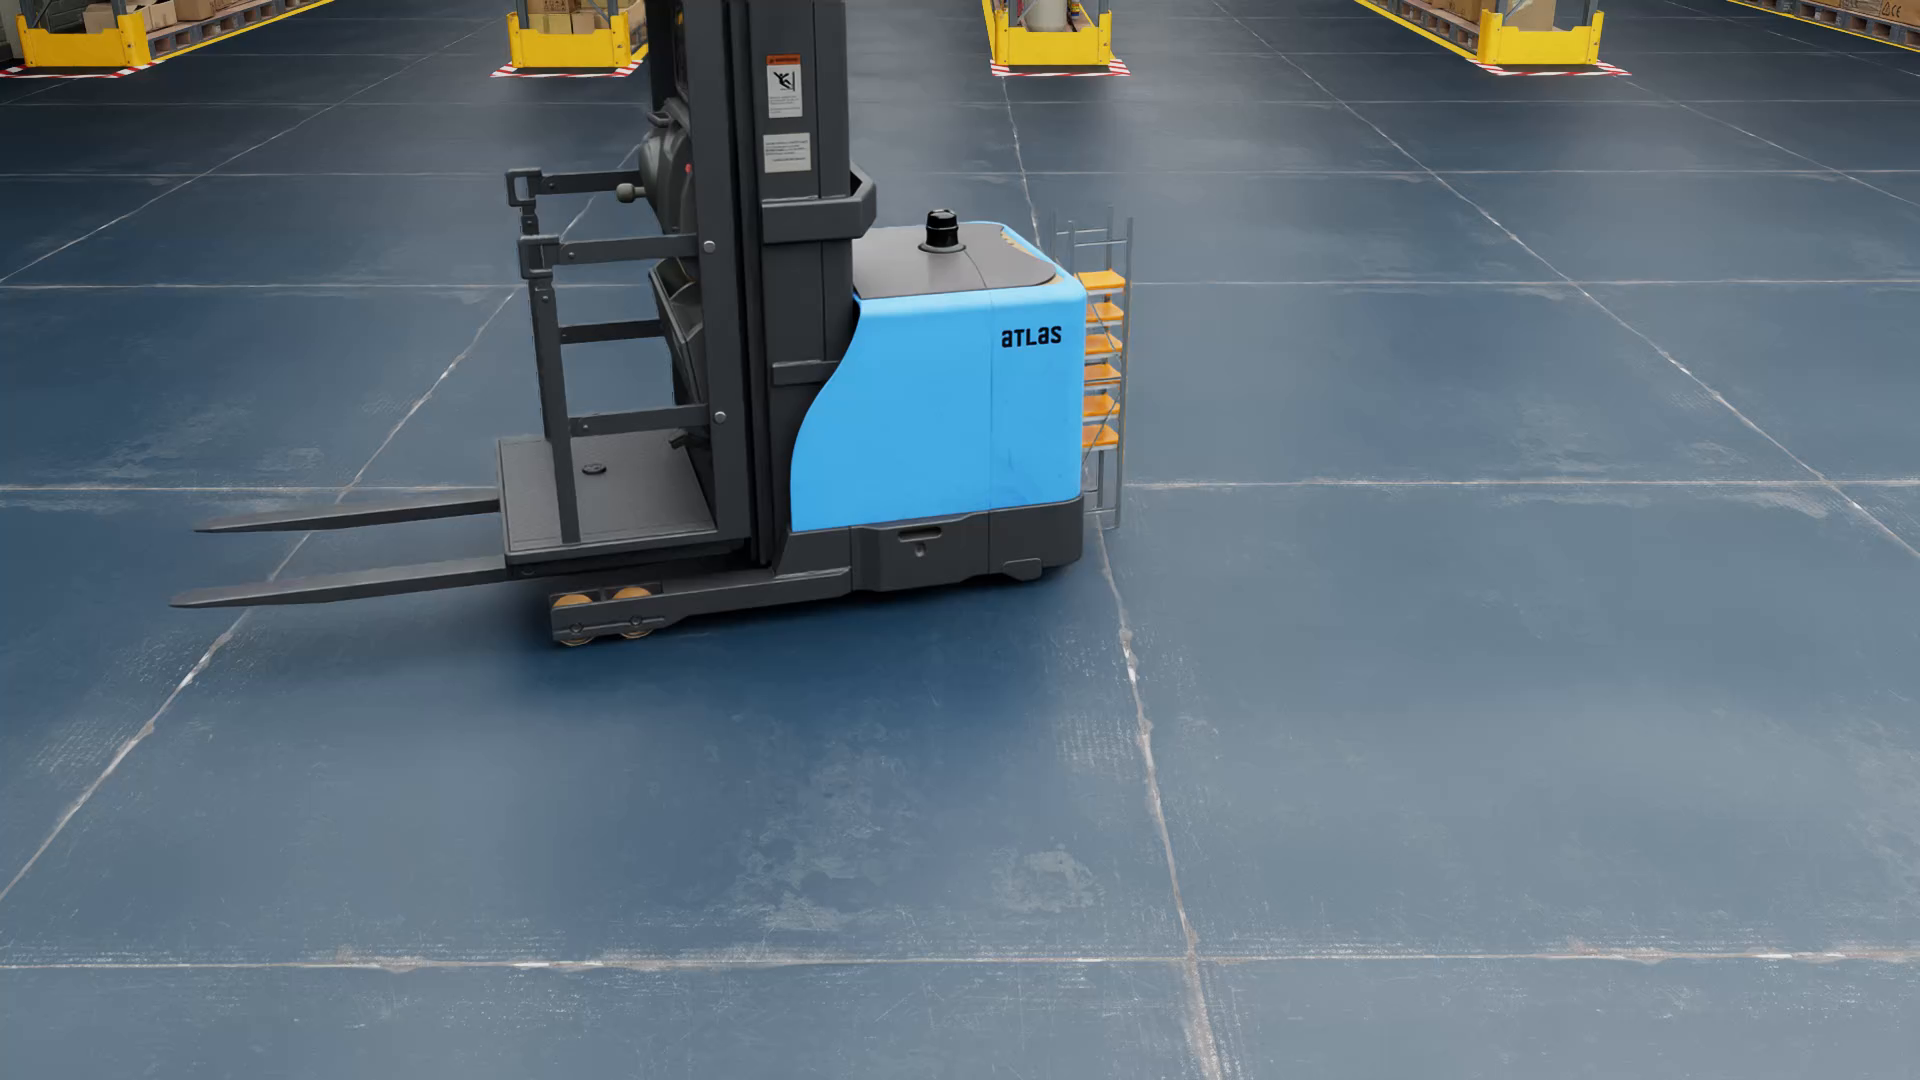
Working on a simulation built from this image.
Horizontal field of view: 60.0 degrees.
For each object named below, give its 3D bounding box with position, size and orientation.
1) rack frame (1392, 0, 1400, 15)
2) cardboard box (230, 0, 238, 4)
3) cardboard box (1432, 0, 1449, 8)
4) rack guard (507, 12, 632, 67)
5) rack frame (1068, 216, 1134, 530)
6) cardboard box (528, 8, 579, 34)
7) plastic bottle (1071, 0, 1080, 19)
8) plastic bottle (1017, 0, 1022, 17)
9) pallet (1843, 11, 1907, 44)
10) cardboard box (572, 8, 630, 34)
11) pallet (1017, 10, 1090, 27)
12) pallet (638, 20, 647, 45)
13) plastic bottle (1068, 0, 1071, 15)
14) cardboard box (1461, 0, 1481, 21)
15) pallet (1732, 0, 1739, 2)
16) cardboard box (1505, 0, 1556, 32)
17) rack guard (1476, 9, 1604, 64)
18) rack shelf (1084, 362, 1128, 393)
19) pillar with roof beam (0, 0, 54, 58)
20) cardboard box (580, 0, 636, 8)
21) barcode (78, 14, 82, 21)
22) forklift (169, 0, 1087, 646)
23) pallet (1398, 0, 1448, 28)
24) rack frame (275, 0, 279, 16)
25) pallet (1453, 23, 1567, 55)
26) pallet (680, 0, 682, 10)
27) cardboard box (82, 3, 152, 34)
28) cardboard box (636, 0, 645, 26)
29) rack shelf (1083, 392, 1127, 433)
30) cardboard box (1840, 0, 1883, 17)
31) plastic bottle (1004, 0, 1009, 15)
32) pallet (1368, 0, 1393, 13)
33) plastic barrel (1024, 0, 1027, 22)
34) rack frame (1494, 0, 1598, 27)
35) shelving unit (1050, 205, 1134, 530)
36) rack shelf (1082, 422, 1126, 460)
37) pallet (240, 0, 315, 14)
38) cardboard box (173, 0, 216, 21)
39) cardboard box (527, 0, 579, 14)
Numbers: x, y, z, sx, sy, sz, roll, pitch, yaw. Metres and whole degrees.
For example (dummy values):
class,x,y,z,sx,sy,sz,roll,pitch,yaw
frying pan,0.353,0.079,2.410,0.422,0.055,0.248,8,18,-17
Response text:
class,x,y,z,sx,sy,sz,roll,pitch,yaw
rack frame,5.902,-7.921,20.124,1.000,3.000,0.127,0,24,-1
cardboard box,-8.921,-6.544,19.982,0.380,0.166,0.250,-3,25,-7
cardboard box,5.881,-6.573,19.666,0.500,0.500,0.500,8,25,16
rack guard,-3.960,-5.081,16.878,1.175,0.500,0.348,0,24,-1
rack frame,0.496,-0.578,6.072,0.240,1.200,0.006,-7,25,-16
cardboard box,-4.261,-5.388,17.350,0.500,0.250,0.500,0,24,-1
plastic bottle,1.285,-5.956,18.557,0.097,0.271,0.097,0,24,0
plastic bottle,0.666,-6.073,18.800,0.061,0.283,0.133,0,24,-1
pallet,10.809,-5.814,18.848,1.003,0.211,1.213,0,24,-1
cardboard box,-3.743,-5.390,17.355,0.500,0.250,0.500,0,24,-1
pallet,0.932,-5.847,18.923,1.003,0.211,1.213,0,24,-1
pallet,-4.020,-5.776,18.764,1.003,0.211,1.213,0,24,-1
plastic bottle,1.281,-6.098,18.869,0.097,0.271,0.097,0,24,0
cardboard box,5.927,-6.087,18.592,0.500,0.500,0.500,2,24,4
pallet,10.763,-7.453,22.472,1.003,0.211,1.213,0,24,-1
cardboard box,5.956,-5.583,17.477,0.500,0.500,0.500,4,25,9
rack guard,5.945,-5.165,17.064,1.175,0.500,0.348,0,24,-1
rack shelf,0.469,-0.574,6.170,0.258,0.103,0.180,-7,25,-16
pillar with roof beam,-5.481,-9.243,15.768,9.100,9.000,0.400,0,24,-1
cardboard box,-3.751,-5.938,17.656,0.500,0.500,0.500,0,24,-1
barcode,-9.231,-5.477,17.437,0.001,0.075,0.075,0,24,-1
forklift,-1.136,-1.229,5.411,3.031,2.935,1.130,-7,25,-15
pallet,5.945,-6.374,20.087,1.003,0.211,1.213,0,24,-1
rack frame,-8.957,-7.854,19.976,1.000,3.000,0.127,0,24,-1
pallet,5.972,-5.369,17.864,1.003,0.211,1.213,0,24,-1
pallet,-4.051,-6.911,21.274,1.003,0.211,1.213,0,24,-1
cardboard box,-8.831,-5.467,17.427,0.500,0.311,0.500,-3,25,-7
cardboard box,-3.757,-5.802,18.267,0.500,0.250,0.500,0,24,-1
rack shelf,0.469,-0.464,6.219,0.258,0.103,0.180,-7,25,-16
cardboard box,10.814,-6.494,19.038,0.875,0.875,0.875,0,24,0
plastic bottle,0.535,-5.931,18.585,0.097,0.201,0.097,0,24,0
pallet,5.892,-6.971,21.408,1.003,0.211,1.213,0,24,-1
plastic barrel,0.904,-5.786,17.912,0.421,0.512,0.421,0,24,0
rack frame,5.946,-6.273,16.480,1.000,3.000,0.127,0,24,-1
shelving unit,0.469,-0.614,6.152,0.258,1.200,0.189,-7,25,-16
rack shelf,0.469,-0.355,6.269,0.258,0.103,0.180,-7,25,-16
pallet,-8.967,-6.905,21.260,1.003,0.211,1.213,0,24,-1
cardboard box,-8.795,-6.091,18.576,0.700,0.500,0.500,-2,24,-4
cardboard box,-4.263,-5.730,17.196,0.500,0.500,0.500,0,24,-1
